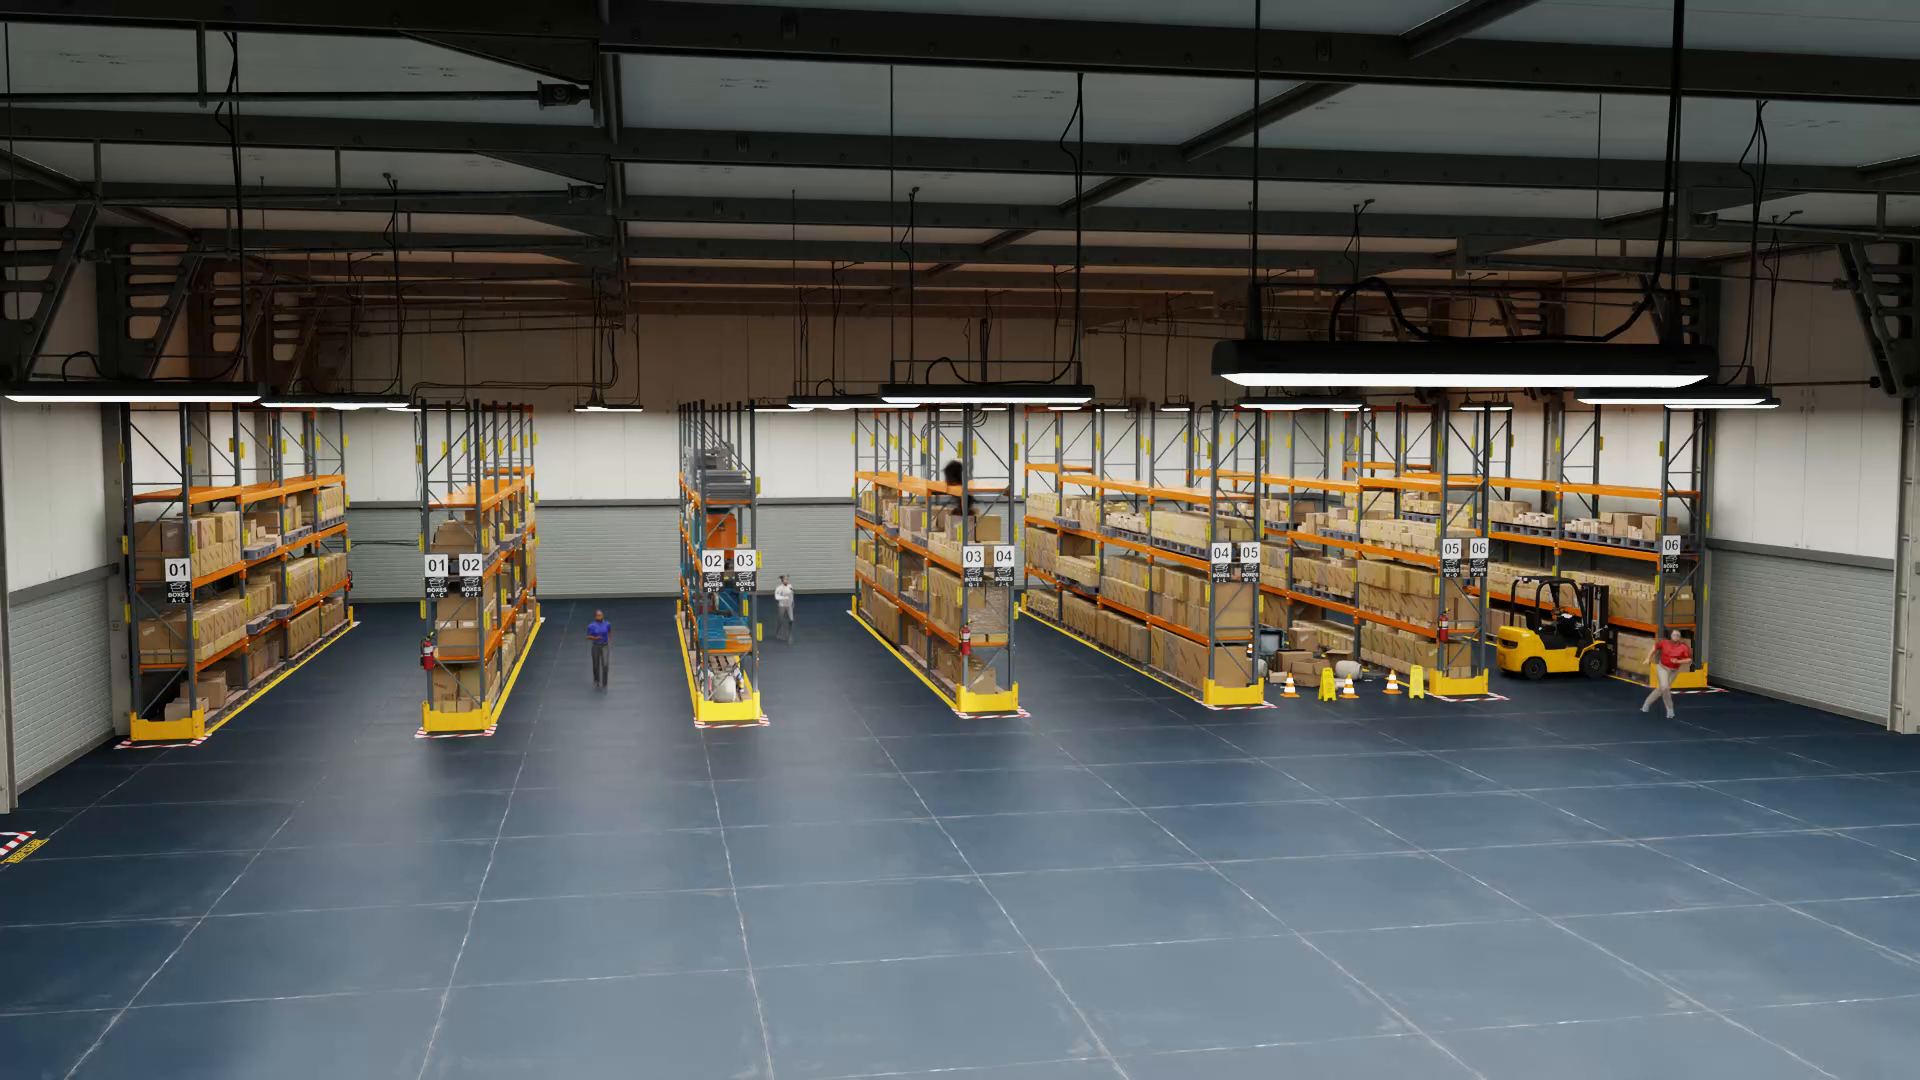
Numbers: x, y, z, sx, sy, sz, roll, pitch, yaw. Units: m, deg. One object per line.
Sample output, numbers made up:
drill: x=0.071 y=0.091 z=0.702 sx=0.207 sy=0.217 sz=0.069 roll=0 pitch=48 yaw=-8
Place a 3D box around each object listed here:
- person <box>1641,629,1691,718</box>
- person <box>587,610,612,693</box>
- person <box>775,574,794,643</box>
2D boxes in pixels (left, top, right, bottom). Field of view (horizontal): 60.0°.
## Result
person: x=13.418 y=2.513 z=31.583 sx=0.793 sy=1.669 sz=0.726 roll=1 pitch=4 yaw=7
person: x=-7.468 y=2.296 z=34.479 sx=0.524 sy=1.715 sz=0.847 roll=-1 pitch=4 yaw=-16
person: x=-4.411 y=1.720 z=41.872 sx=0.573 sy=1.744 sz=0.831 roll=-2 pitch=5 yaw=-26
